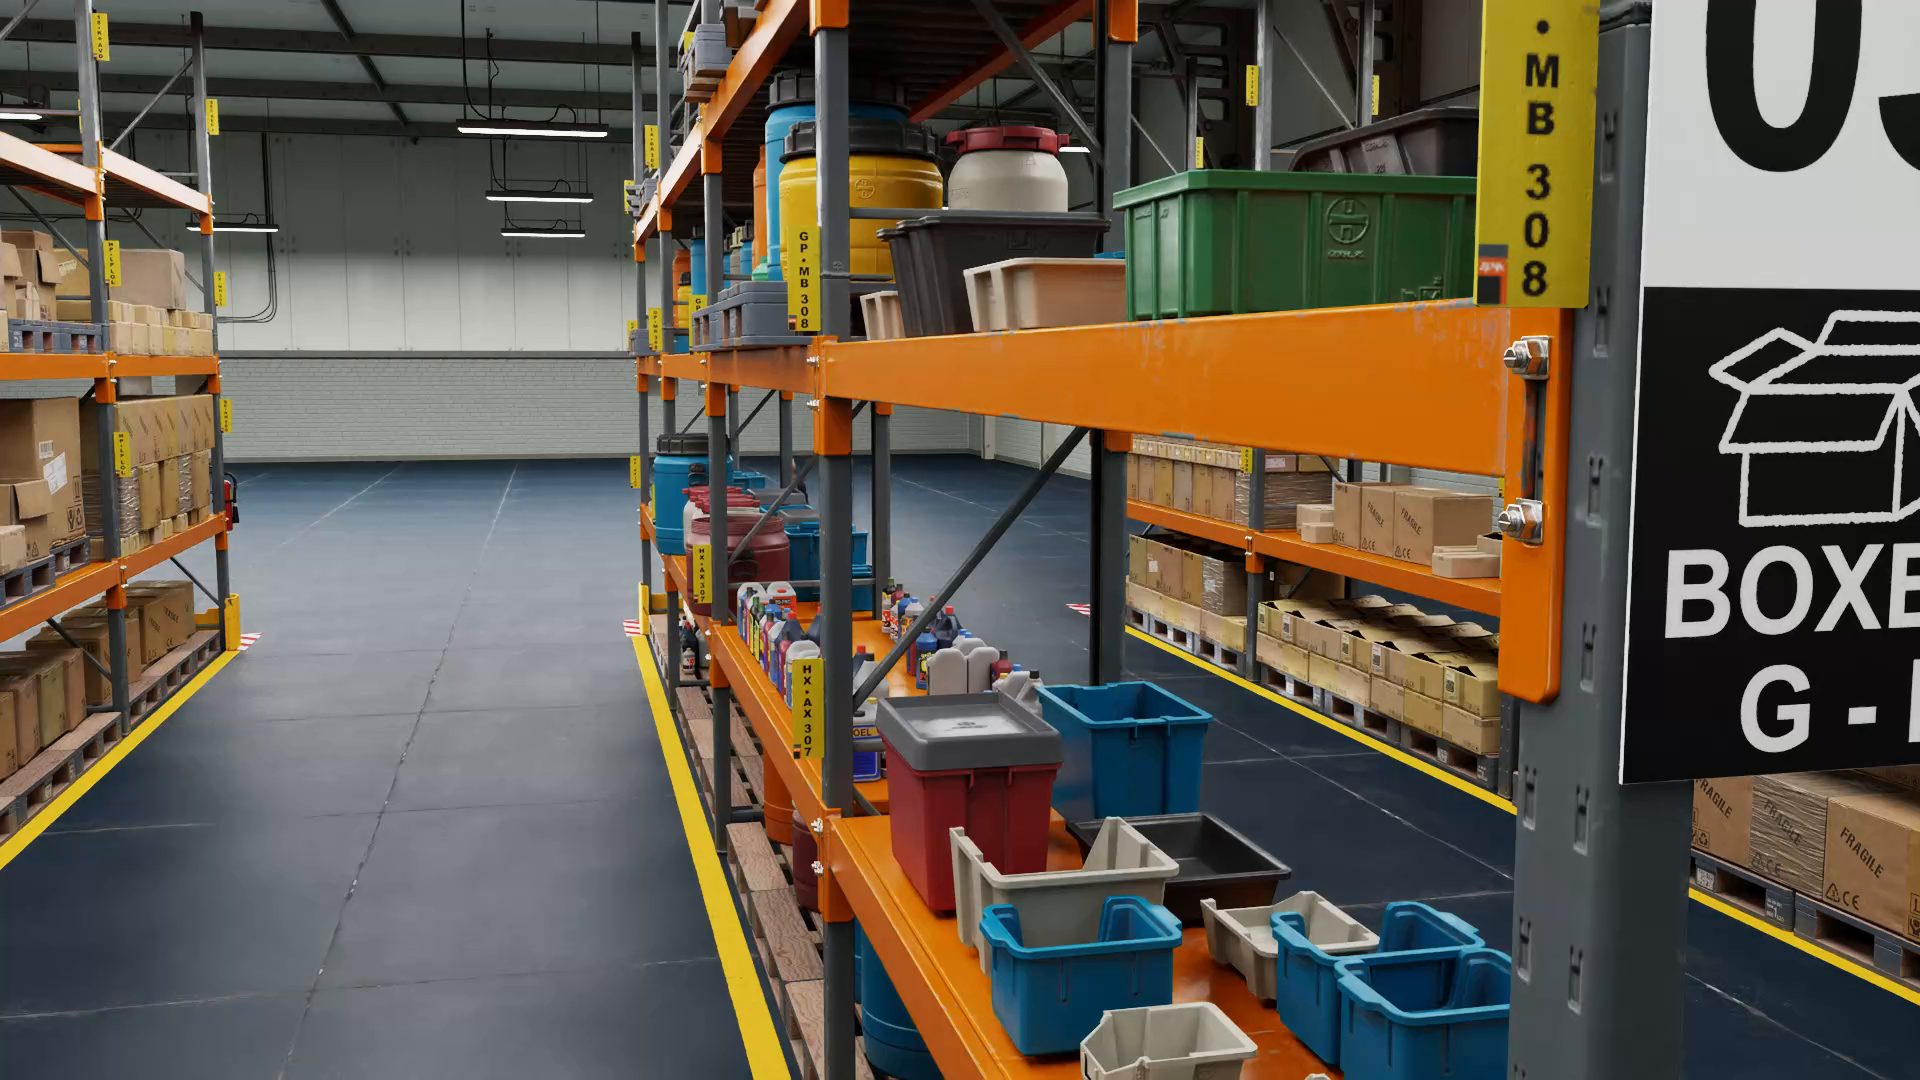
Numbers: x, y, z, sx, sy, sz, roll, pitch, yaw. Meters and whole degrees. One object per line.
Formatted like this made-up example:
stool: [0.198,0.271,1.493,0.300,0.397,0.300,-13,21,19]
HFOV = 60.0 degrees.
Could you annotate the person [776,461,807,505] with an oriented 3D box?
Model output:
person: [-1.800,-0.048,18.824,0.904,1.580,0.564,1,6,9]
